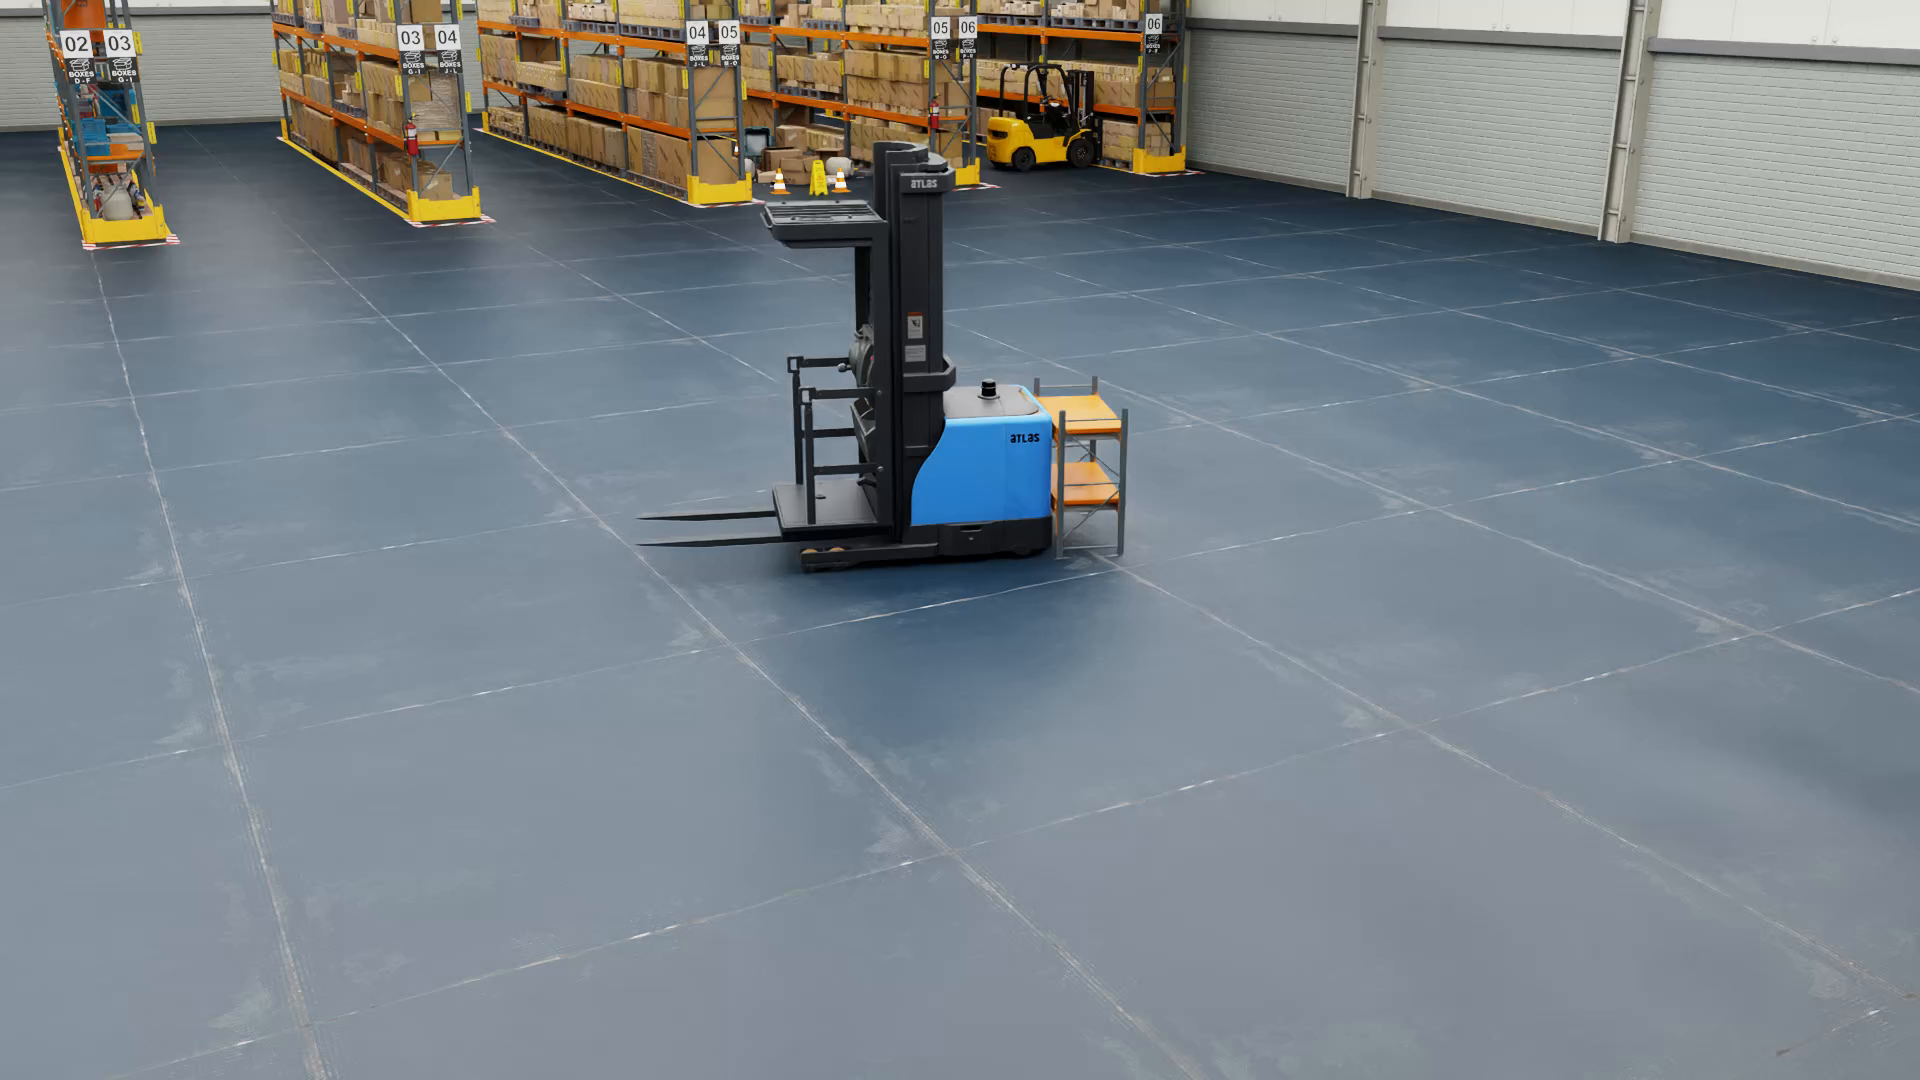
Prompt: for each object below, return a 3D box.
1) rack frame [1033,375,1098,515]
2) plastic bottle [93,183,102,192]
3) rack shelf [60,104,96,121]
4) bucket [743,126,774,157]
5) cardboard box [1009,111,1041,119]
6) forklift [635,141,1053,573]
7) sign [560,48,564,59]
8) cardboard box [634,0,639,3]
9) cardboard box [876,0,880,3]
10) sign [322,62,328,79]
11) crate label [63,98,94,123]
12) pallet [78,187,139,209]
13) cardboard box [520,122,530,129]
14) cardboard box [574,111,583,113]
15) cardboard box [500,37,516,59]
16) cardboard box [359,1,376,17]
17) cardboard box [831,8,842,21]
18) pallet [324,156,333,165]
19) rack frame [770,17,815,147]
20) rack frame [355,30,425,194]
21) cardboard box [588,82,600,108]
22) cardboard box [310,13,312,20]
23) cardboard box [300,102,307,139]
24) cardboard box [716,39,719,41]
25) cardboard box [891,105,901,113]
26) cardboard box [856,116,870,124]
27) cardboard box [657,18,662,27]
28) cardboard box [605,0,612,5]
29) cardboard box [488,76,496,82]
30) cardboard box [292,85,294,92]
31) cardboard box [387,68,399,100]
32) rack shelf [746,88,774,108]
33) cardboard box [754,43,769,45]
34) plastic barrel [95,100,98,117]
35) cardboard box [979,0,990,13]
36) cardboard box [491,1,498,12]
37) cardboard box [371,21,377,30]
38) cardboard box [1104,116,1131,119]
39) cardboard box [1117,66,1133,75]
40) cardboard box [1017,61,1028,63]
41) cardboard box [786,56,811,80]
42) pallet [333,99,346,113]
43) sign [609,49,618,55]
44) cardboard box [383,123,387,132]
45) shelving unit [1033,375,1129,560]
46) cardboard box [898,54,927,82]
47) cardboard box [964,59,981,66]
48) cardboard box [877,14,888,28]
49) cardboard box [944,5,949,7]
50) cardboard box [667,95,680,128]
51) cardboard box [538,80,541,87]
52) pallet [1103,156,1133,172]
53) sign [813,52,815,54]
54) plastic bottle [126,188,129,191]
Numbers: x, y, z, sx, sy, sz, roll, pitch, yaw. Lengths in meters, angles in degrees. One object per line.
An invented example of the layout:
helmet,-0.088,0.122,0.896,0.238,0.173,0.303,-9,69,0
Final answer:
rack frame,0.817,-0.732,13.029,0.500,1.125,0.032,-3,19,-7
plastic bottle,-14.980,-6.031,28.897,0.144,0.351,0.185,-10,21,-27
rack shelf,-17.975,-8.731,34.439,1.077,0.370,4.000,-10,21,-27
bucket,-4.260,-8.345,34.904,0.726,0.611,0.620,-3,9,-8
cardboard box,1.702,-9.869,39.630,0.875,0.625,0.625,-10,22,-27
forklift,-0.885,-1.338,12.016,3.031,2.935,1.130,-3,19,-10
sign,-9.666,-11.786,40.415,0.100,0.325,0.005,-10,21,-27
cardboard box,-5.994,-10.328,31.730,0.380,0.149,0.250,-10,21,-26
cardboard box,-1.929,-14.549,44.605,0.500,0.250,0.500,-10,21,-27
sign,-13.153,-9.725,34.440,0.100,0.325,0.005,-10,21,-27
crate label,-16.791,-8.187,31.704,0.502,0.435,0.616,-10,21,-27
pallet,-15.532,-6.250,30.421,1.003,0.211,1.213,-10,21,-27
cardboard box,-10.582,-10.185,40.819,0.380,0.149,0.250,-10,21,-26
cardboard box,-8.608,-9.756,38.345,0.500,0.250,0.500,-10,22,-27
cardboard box,-11.094,-12.202,41.253,0.500,0.500,0.500,-9,21,-25
cardboard box,-10.903,-9.932,31.414,0.797,0.503,0.637,-11,22,-29
cardboard box,-2.450,-11.342,35.889,0.500,0.250,0.500,-10,22,-28
pallet,-13.549,-8.534,37.039,1.003,0.211,1.213,-10,21,-27
rack frame,-3.944,-10.799,39.330,1.000,3.000,0.127,-10,21,-27
rack frame,-10.766,-8.116,31.553,1.000,3.000,0.127,-10,21,-27
cardboard box,-7.560,-9.446,35.256,0.500,0.500,0.500,-10,22,-27
cardboard box,-13.990,-11.460,36.386,0.380,0.149,0.250,-11,22,-29
cardboard box,-15.236,-10.067,39.821,0.875,0.875,0.875,-10,21,-27
cardboard box,-6.270,-12.813,42.485,0.380,0.149,0.250,-10,22,-28
cardboard box,-1.180,-8.815,33.963,0.380,0.149,0.250,-10,22,-27
cardboard box,-1.996,-8.955,35.411,0.380,0.149,0.250,-10,21,-26
cardboard box,-5.394,-9.587,30.807,0.380,0.149,0.250,-10,22,-27
cardboard box,-7.181,-11.259,35.113,0.500,0.500,0.500,-10,21,-27
cardboard box,-11.948,-11.886,42.862,0.380,0.149,0.250,-11,22,-28
cardboard box,-15.609,-10.700,39.425,0.380,0.149,0.250,-10,22,-28
cardboard box,-9.588,-7.891,28.758,0.500,0.500,0.500,-10,21,-27
rack shelf,-4.894,-11.033,41.111,1.077,0.370,4.000,-10,21,-27
cardboard box,-4.935,-12.082,41.361,0.500,0.500,0.500,-9,21,-25
plastic barrel,-16.148,-8.167,31.529,0.421,0.512,0.421,0,19,0
cardboard box,0.879,-12.905,39.884,0.700,0.500,0.500,-10,22,-28
cardboard box,-11.352,-13.276,41.371,0.500,0.250,0.500,-11,22,-29
cardboard box,-10.231,-9.142,29.547,0.380,0.149,0.250,-10,22,-28
cardboard box,3.454,-9.248,36.871,0.500,0.250,0.500,-10,22,-28
cardboard box,3.573,-9.974,35.335,0.380,0.149,0.250,-9,21,-25
cardboard box,1.501,-11.423,39.990,0.380,0.149,0.250,-9,21,-25
cardboard box,-3.681,-10.872,38.288,0.500,0.500,0.500,-9,21,-24
pallet,-12.234,-8.986,34.367,1.213,0.211,1.003,-10,21,-27
sign,-10.513,-14.849,50.651,0.327,0.218,0.001,-10,21,-27
cardboard box,-10.205,-7.461,30.039,0.380,0.149,0.250,-10,21,-27
shelving unit,0.887,-0.568,12.553,0.538,1.125,1.048,-3,19,-7
cardboard box,-0.814,-9.423,33.198,0.700,0.500,0.500,-10,21,-26
cardboard box,0.314,-11.786,41.041,0.380,0.149,0.250,-9,21,-25
cardboard box,-1.356,-10.533,33.733,0.500,0.250,0.500,-10,21,-26
cardboard box,-0.166,-13.326,41.672,0.380,0.149,0.250,-9,21,-25
cardboard box,-4.950,-8.032,31.080,0.875,0.550,0.550,-10,21,-27
cardboard box,-9.496,-10.523,38.270,0.380,0.149,0.250,-9,21,-25
pallet,3.821,-8.168,35.978,1.003,0.211,1.213,-10,21,-27
sign,-3.471,-11.396,39.405,0.100,0.325,0.005,-10,21,-27
plastic bottle,-14.399,-5.962,28.799,0.061,0.283,0.133,-10,21,-27
